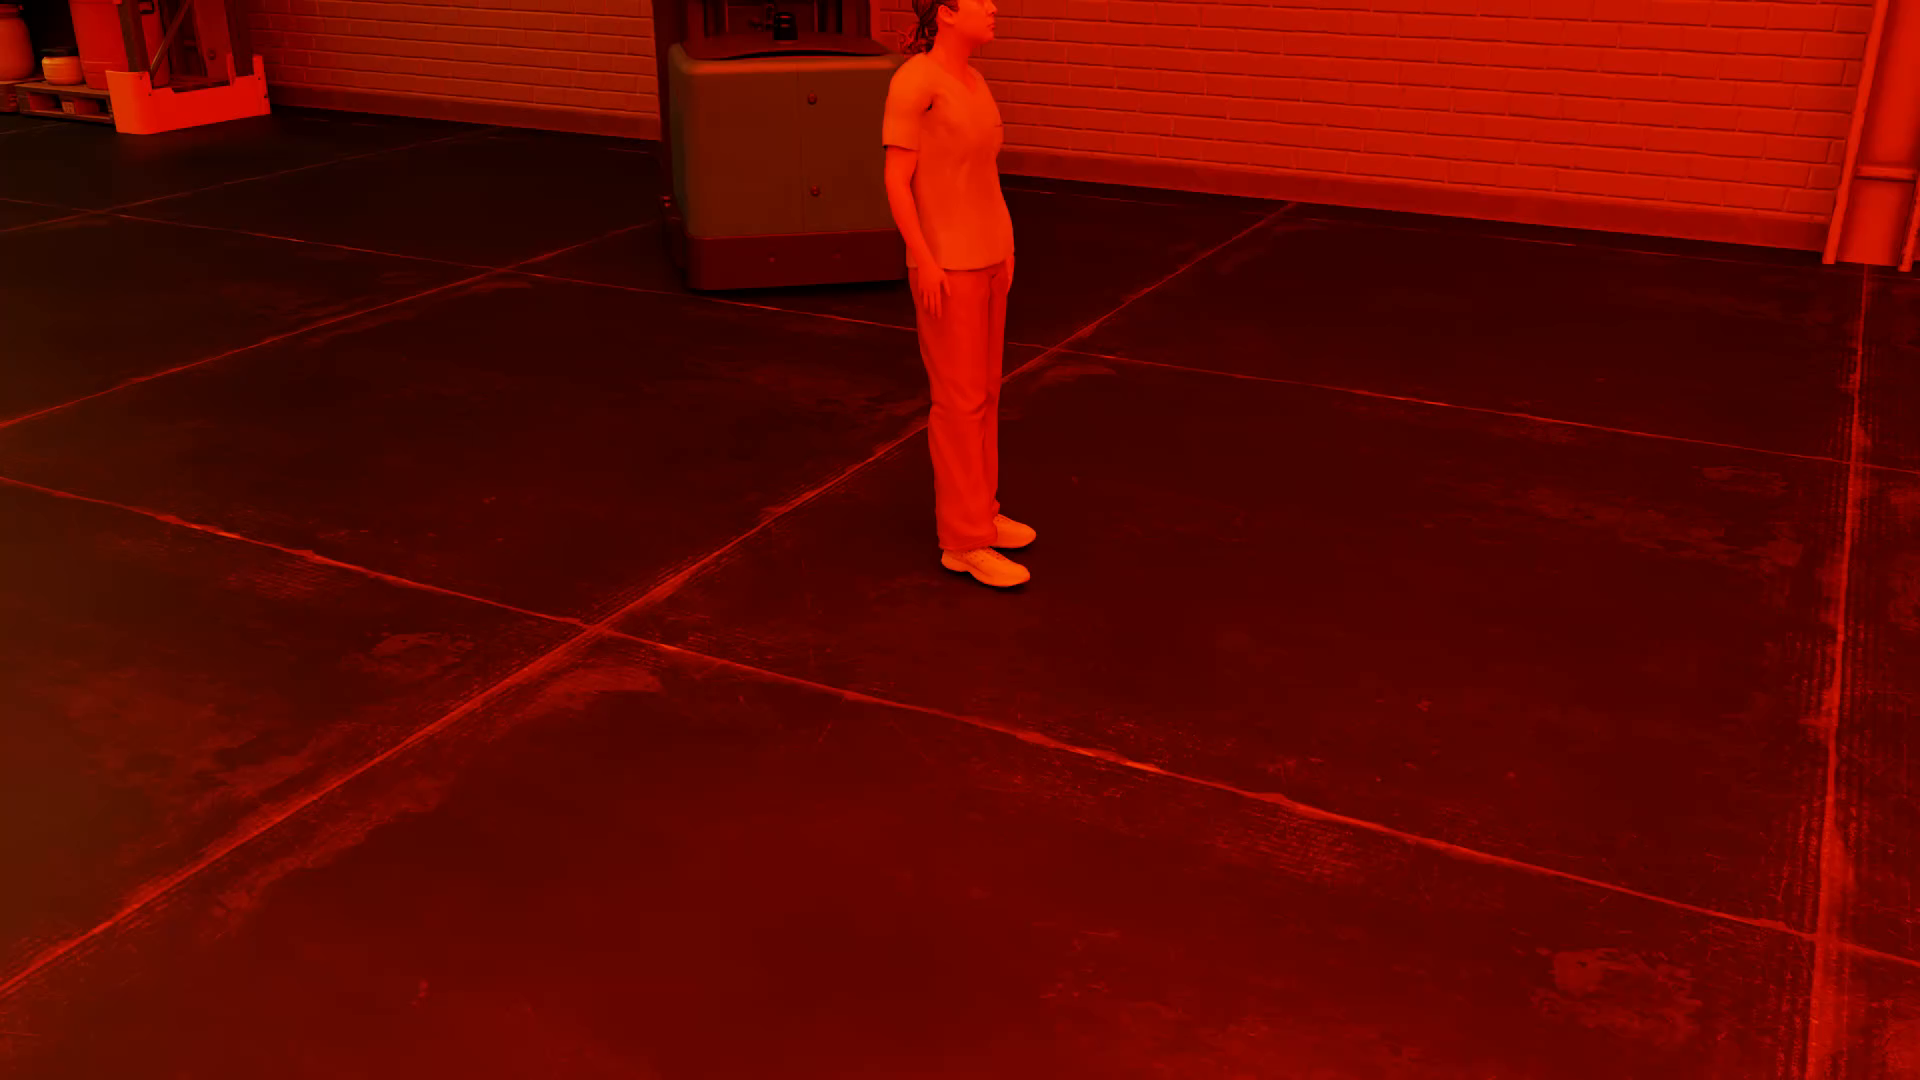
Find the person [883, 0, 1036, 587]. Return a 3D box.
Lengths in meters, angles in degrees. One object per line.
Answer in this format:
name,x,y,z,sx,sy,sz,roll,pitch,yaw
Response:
person,0.061,-0.761,4.696,0.548,1.673,0.554,11,25,25

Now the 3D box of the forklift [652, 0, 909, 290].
forklift,-1.049,-3.031,8.467,1.130,2.935,3.031,-5,23,-12
